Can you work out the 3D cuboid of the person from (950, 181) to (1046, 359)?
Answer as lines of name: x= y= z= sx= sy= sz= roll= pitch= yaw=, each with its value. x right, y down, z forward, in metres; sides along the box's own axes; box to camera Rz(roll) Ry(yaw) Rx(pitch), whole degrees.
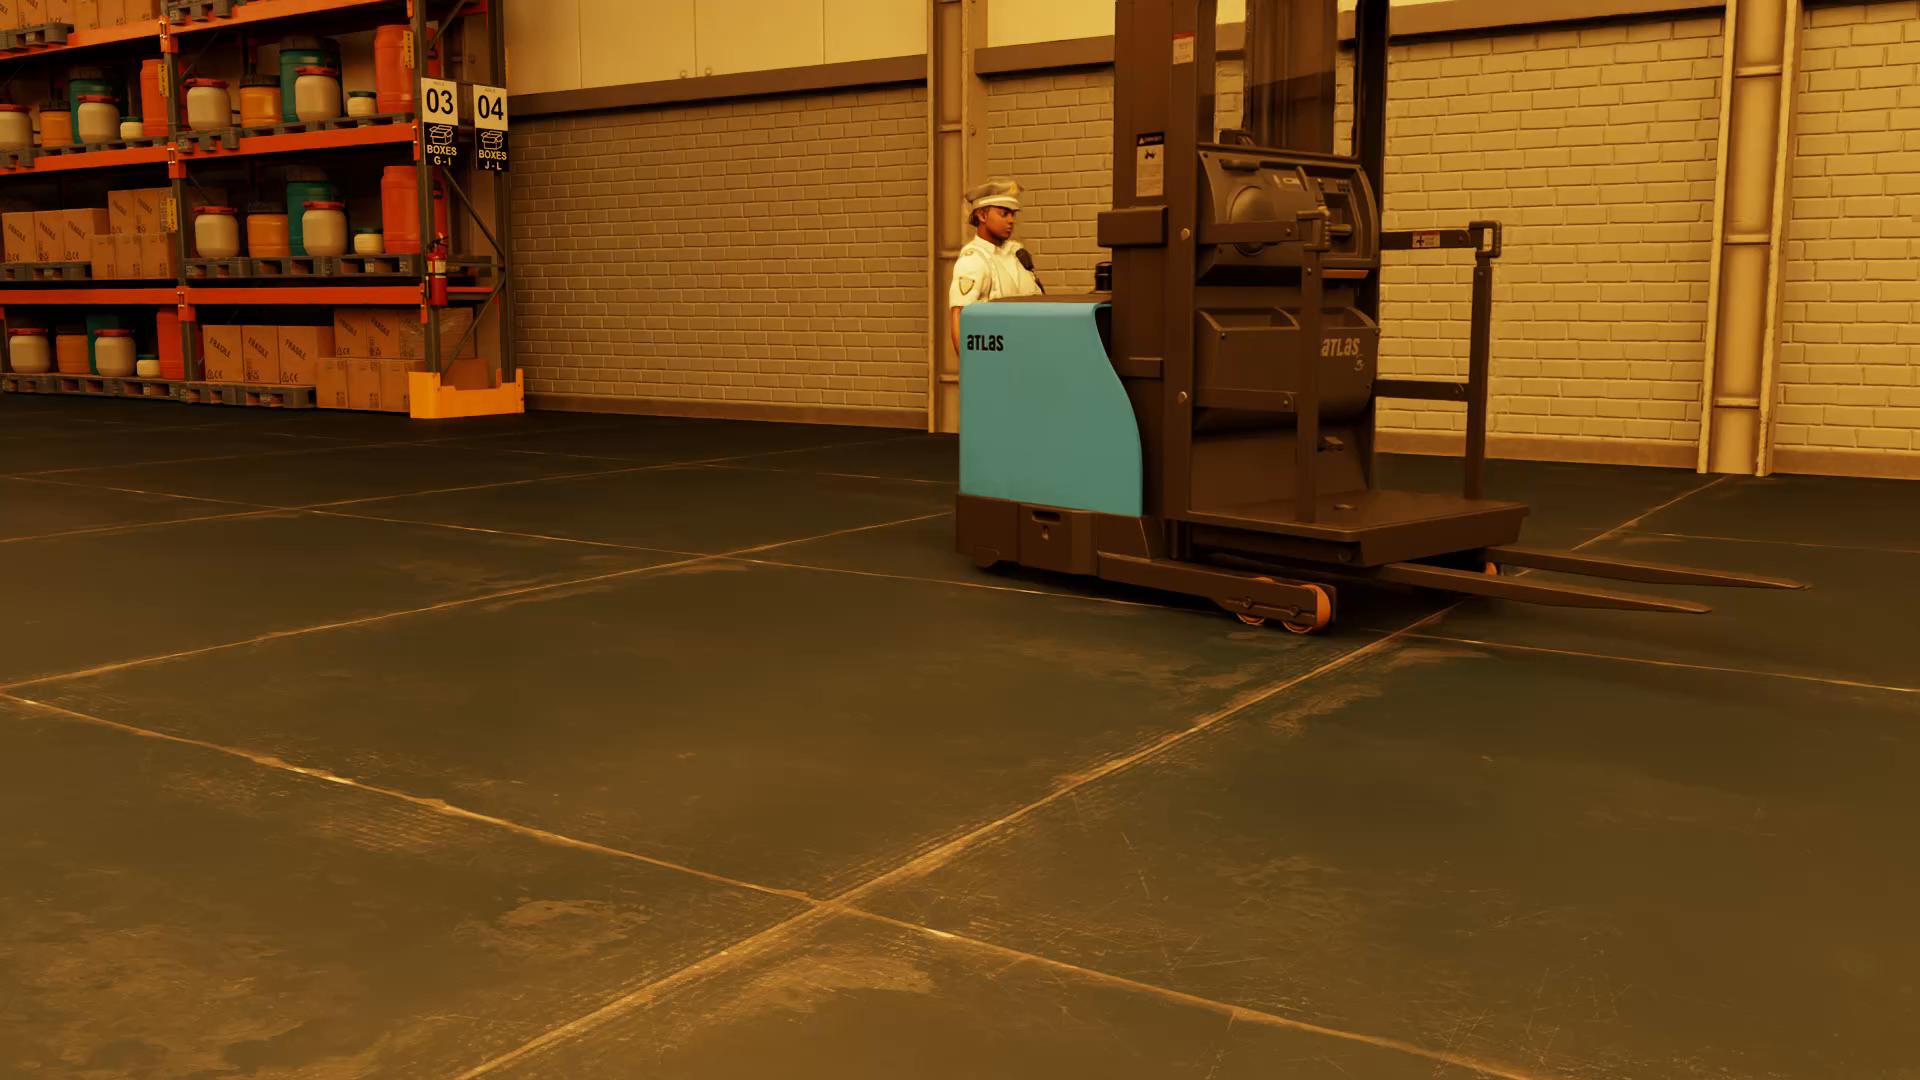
person: x=0.257 y=-0.777 z=7.354 sx=0.630 sy=1.604 sz=0.669 roll=-6 pitch=10 yaw=-37

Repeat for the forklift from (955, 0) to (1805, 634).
forklift: x=1.326 y=-1.223 z=5.794 sx=1.130 sy=2.935 sz=3.031 roll=-7 pitch=11 yaw=-40
